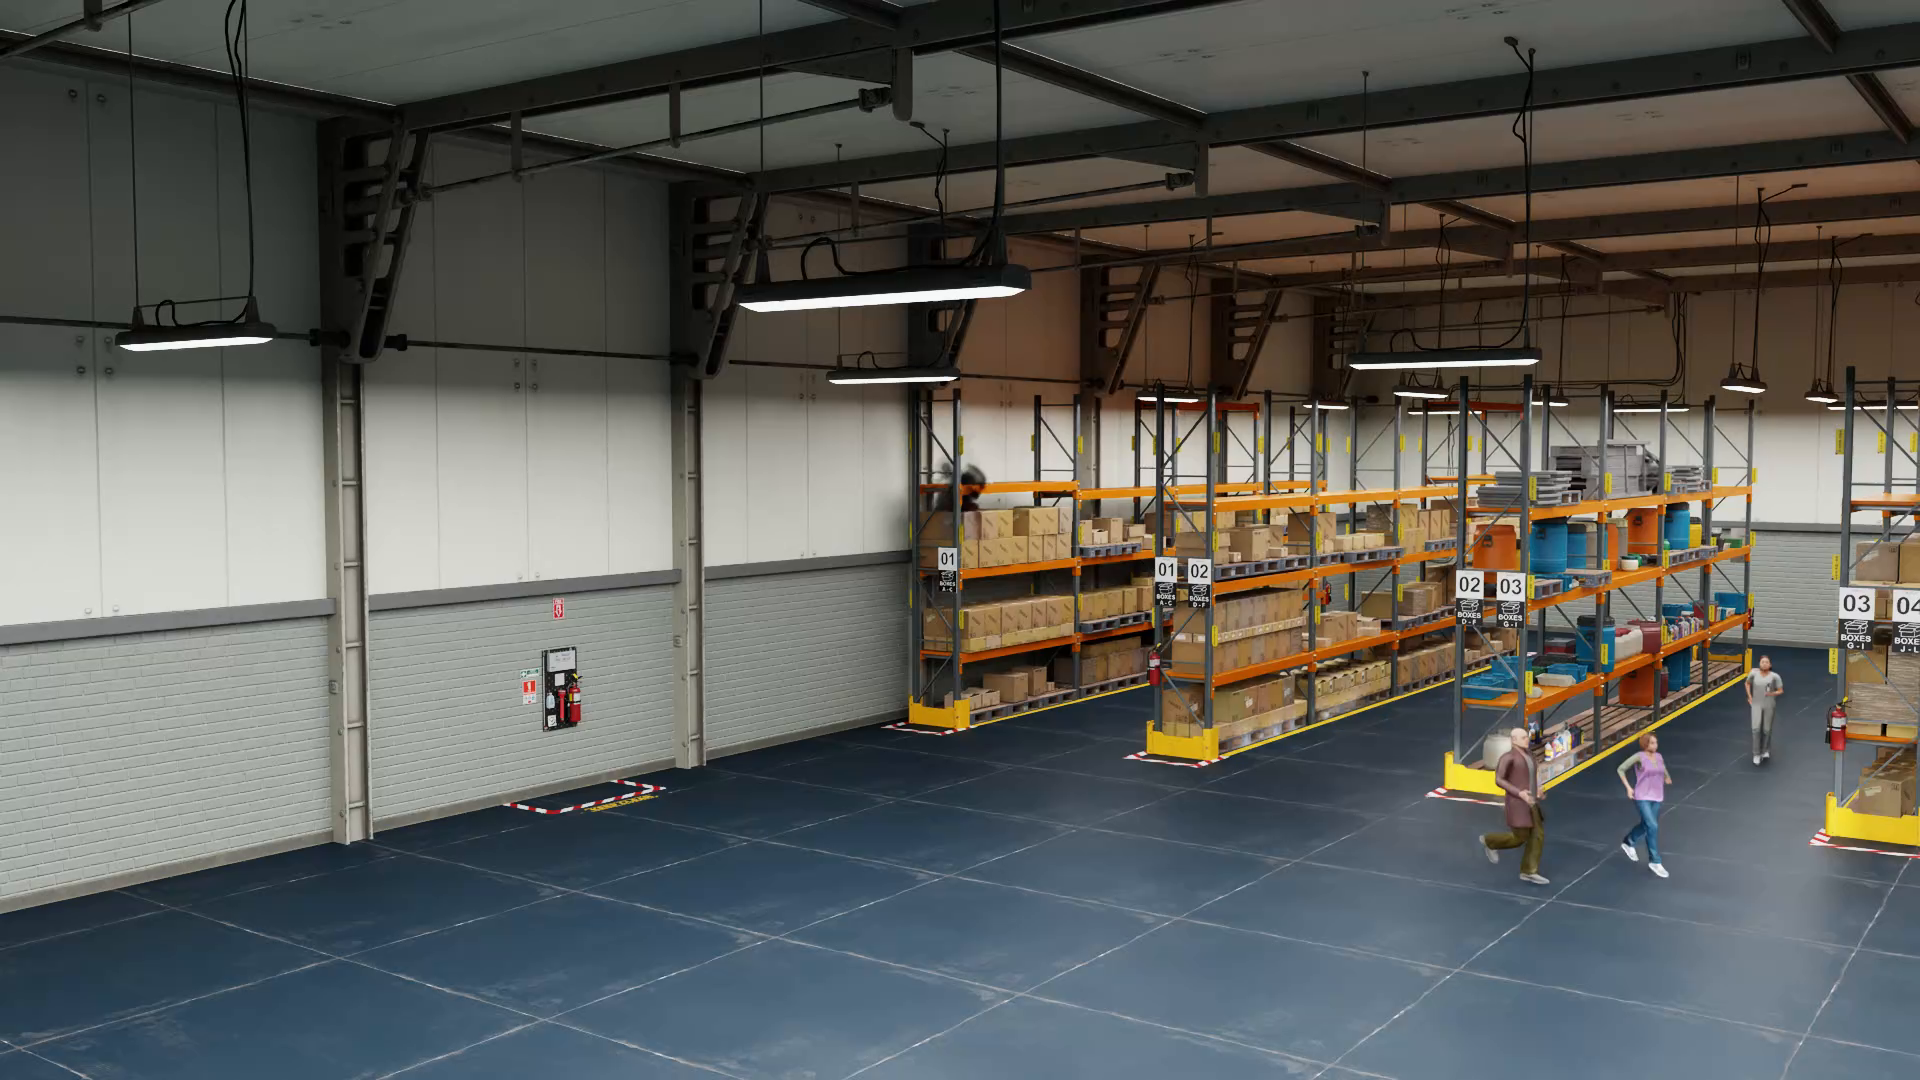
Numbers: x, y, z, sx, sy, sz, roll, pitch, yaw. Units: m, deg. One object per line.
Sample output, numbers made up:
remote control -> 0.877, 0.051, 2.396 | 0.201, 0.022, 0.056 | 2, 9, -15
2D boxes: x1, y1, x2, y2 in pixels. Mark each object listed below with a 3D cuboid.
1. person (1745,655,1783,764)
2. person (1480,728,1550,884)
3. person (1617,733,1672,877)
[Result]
person -> 12.703, 2.678, 26.304 | 0.551, 1.724, 0.672 | 2, 4, 28
person -> 6.435, 3.036, 19.164 | 0.707, 1.748, 0.875 | -2, 4, -36
person -> 8.069, 3.066, 19.553 | 0.528, 1.613, 0.825 | -1, 3, -21
